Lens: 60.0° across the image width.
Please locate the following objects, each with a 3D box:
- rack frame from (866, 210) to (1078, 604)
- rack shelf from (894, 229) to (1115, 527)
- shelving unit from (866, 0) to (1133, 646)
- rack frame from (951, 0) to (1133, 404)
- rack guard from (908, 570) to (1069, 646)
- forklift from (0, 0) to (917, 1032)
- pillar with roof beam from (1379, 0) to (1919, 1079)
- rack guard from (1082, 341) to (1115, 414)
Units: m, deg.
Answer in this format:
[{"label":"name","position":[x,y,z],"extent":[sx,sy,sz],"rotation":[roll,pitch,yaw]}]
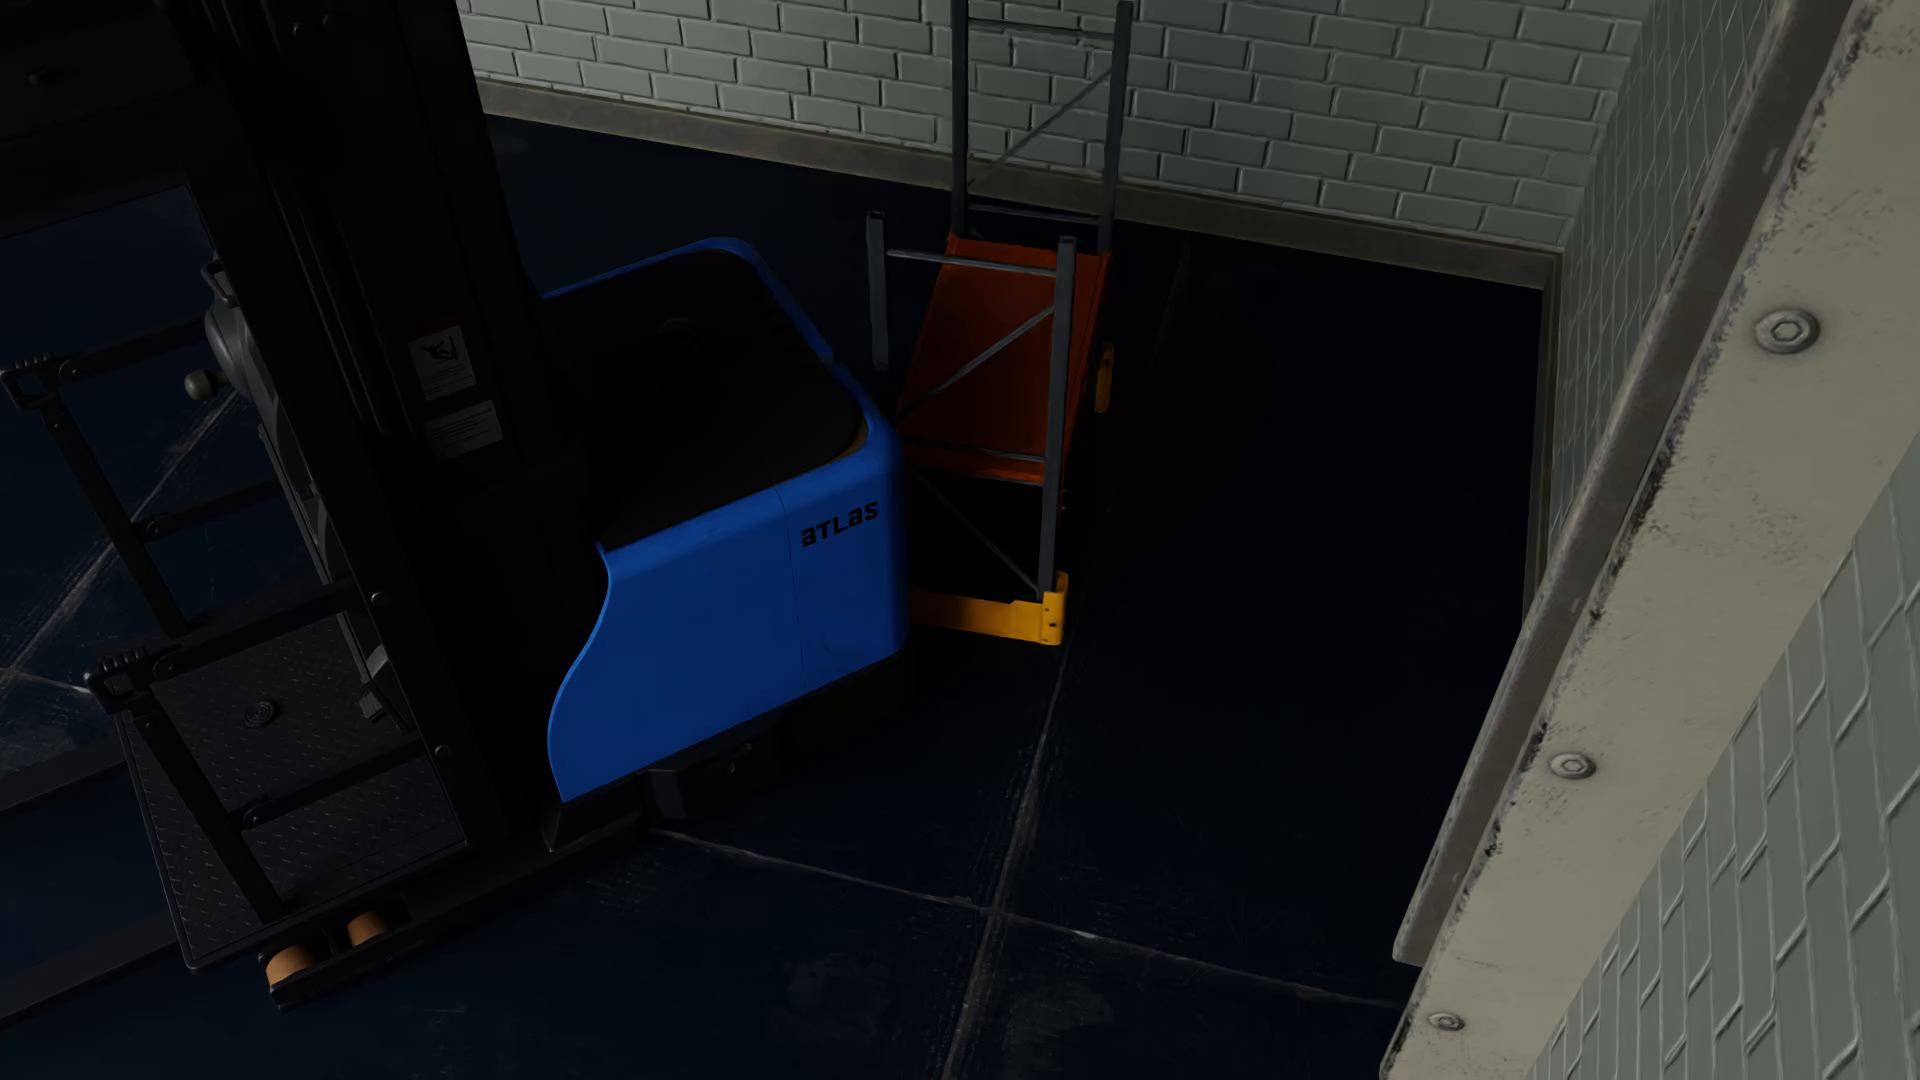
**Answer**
[{"label":"rack frame","position":[0.024,-0.243,4.462],"extent":[0.500,1.500,0.032],"rotation":[9,50,7]},{"label":"rack shelf","position":[0.123,-0.504,4.923],"extent":[0.538,0.185,1.000],"rotation":[9,50,7]},{"label":"shelving unit","position":[0.121,-0.614,4.781],"extent":[0.587,1.500,1.083],"rotation":[9,50,7]},{"label":"rack frame","position":[0.221,-0.999,5.112],"extent":[0.500,1.500,0.032],"rotation":[9,50,7]},{"label":"rack guard","position":[0.023,0.163,4.937],"extent":[0.587,0.250,0.087],"rotation":[9,50,7]},{"label":"forklift","position":[-1.659,-0.255,3.520],"extent":[3.031,2.935,1.130],"rotation":[-23,53,-19]},{"label":"pillar with roof beam","position":[-2.926,-2.612,1.553],"extent":[9.100,9.000,0.400],"rotation":[12,50,10]},{"label":"rack guard","position":[0.216,-0.578,5.574],"extent":[0.587,0.250,0.087],"rotation":[9,50,7]}]
